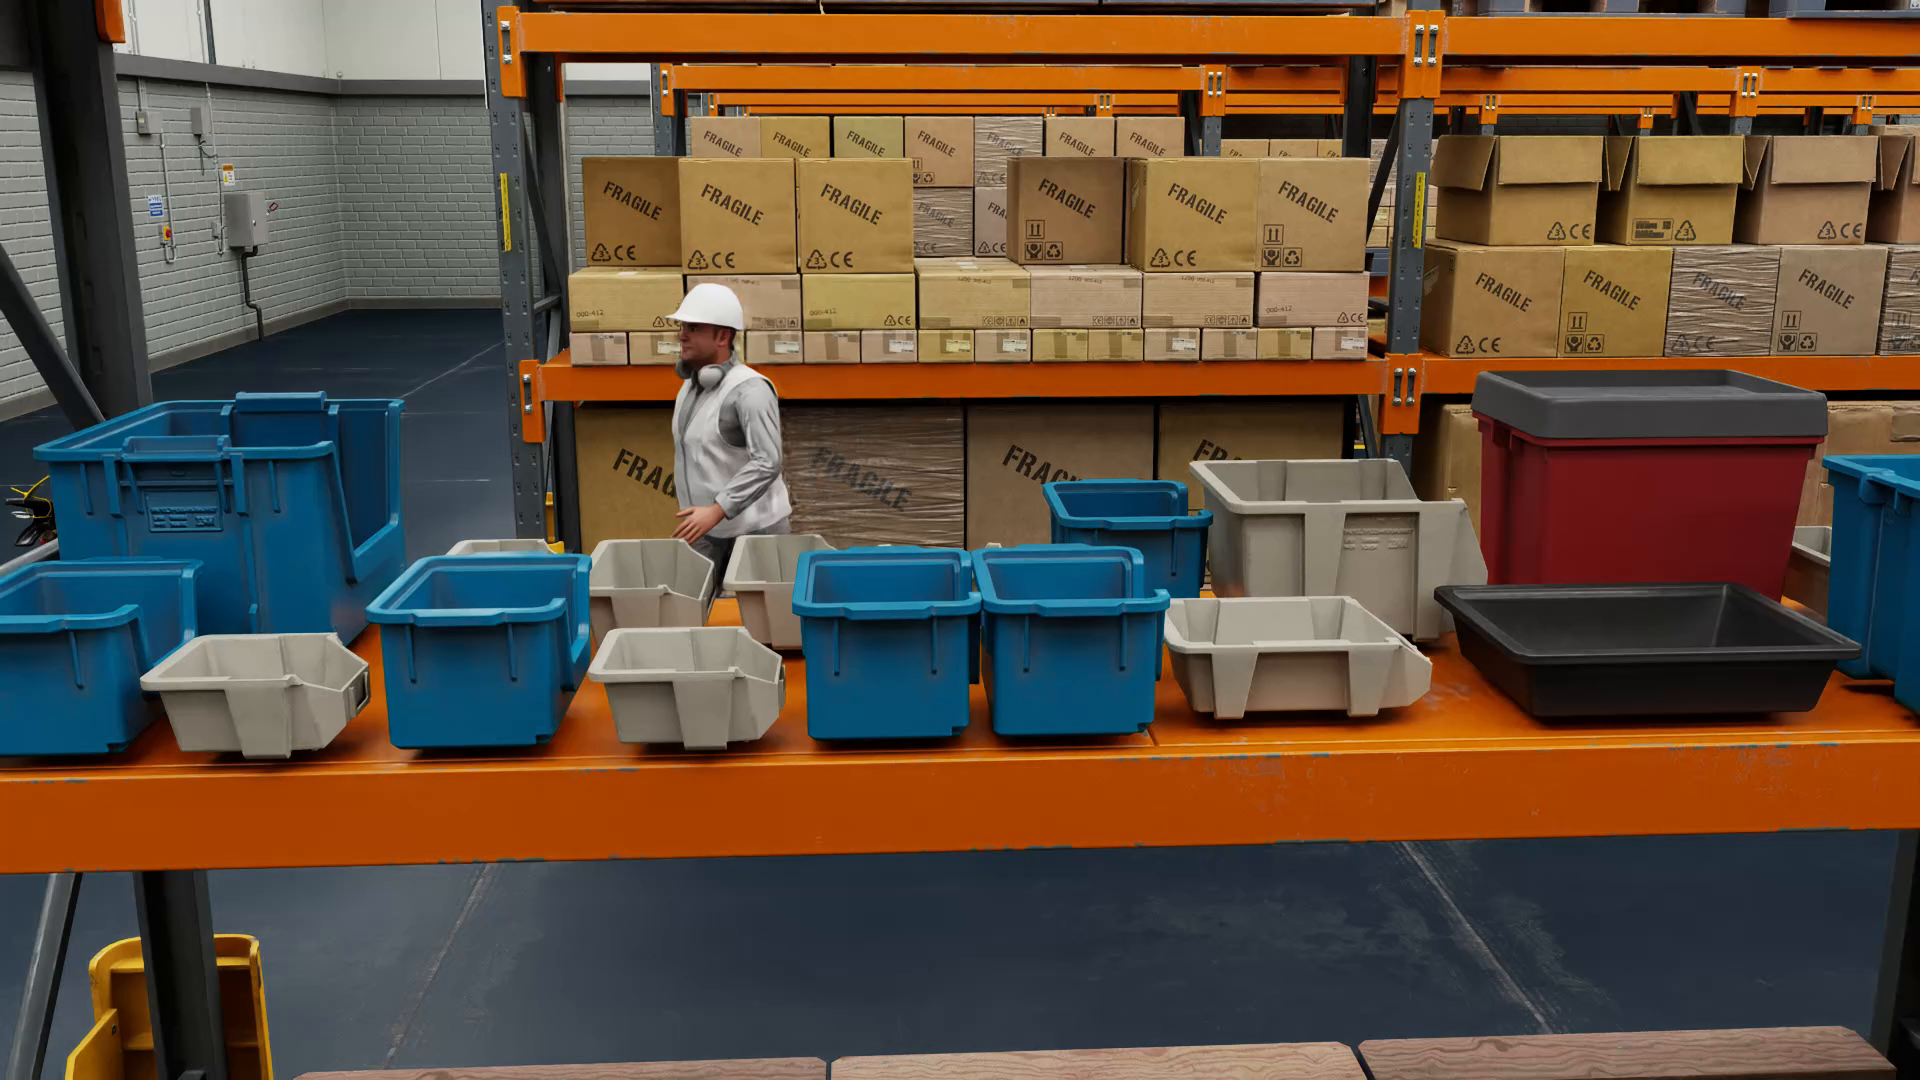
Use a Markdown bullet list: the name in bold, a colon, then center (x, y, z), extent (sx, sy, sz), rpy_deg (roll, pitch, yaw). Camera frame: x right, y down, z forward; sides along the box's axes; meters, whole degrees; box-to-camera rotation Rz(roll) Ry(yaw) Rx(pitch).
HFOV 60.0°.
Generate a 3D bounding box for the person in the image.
- **person**: center (-0.809, -0.059, 6.151), extent (0.811, 1.773, 0.661), rpy_deg (-12, 18, -42)
